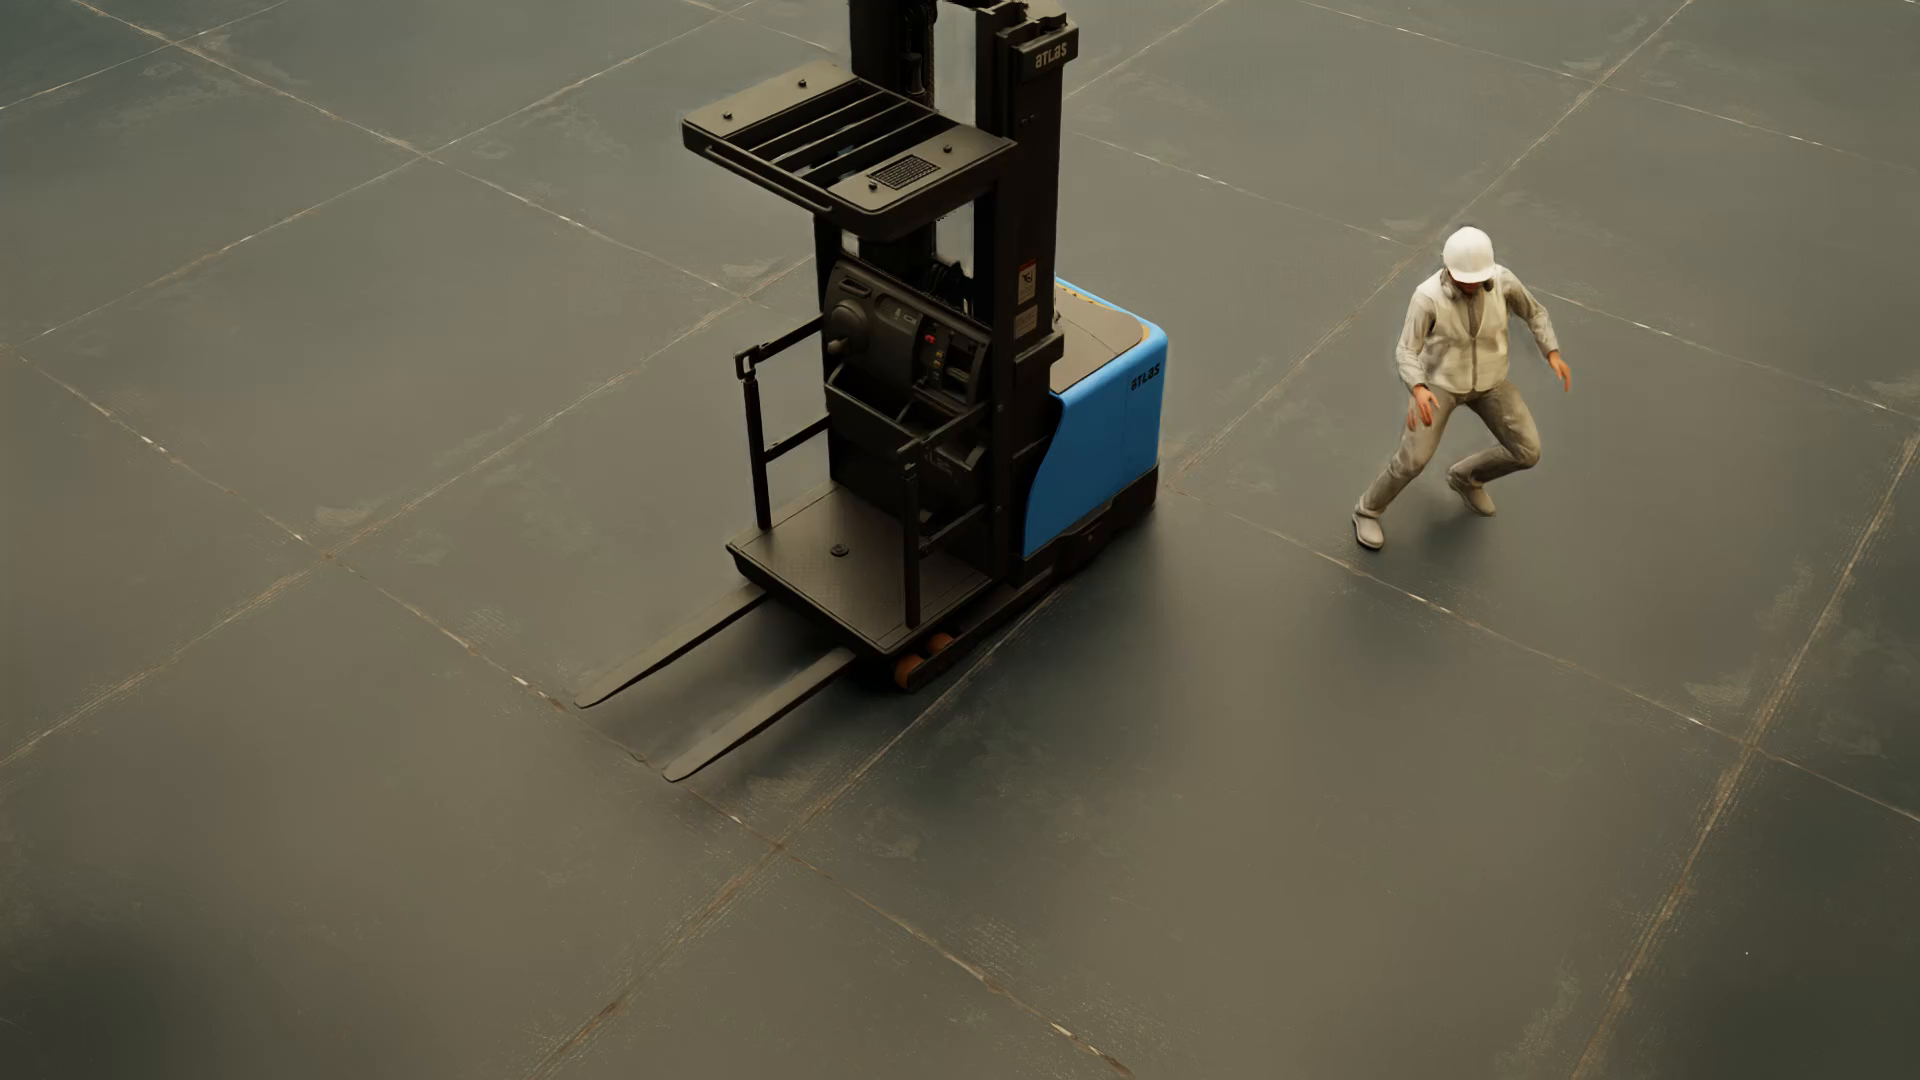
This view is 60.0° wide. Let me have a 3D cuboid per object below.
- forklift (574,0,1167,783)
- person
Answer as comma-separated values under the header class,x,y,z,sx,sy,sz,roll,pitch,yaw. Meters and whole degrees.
class,x,y,z,sx,sy,sz,roll,pitch,yaw
forklift,-0.384,-0.810,7.024,1.130,2.935,3.031,32,50,32
person,2.415,-0.724,7.956,0.887,1.596,0.751,-4,41,-4
